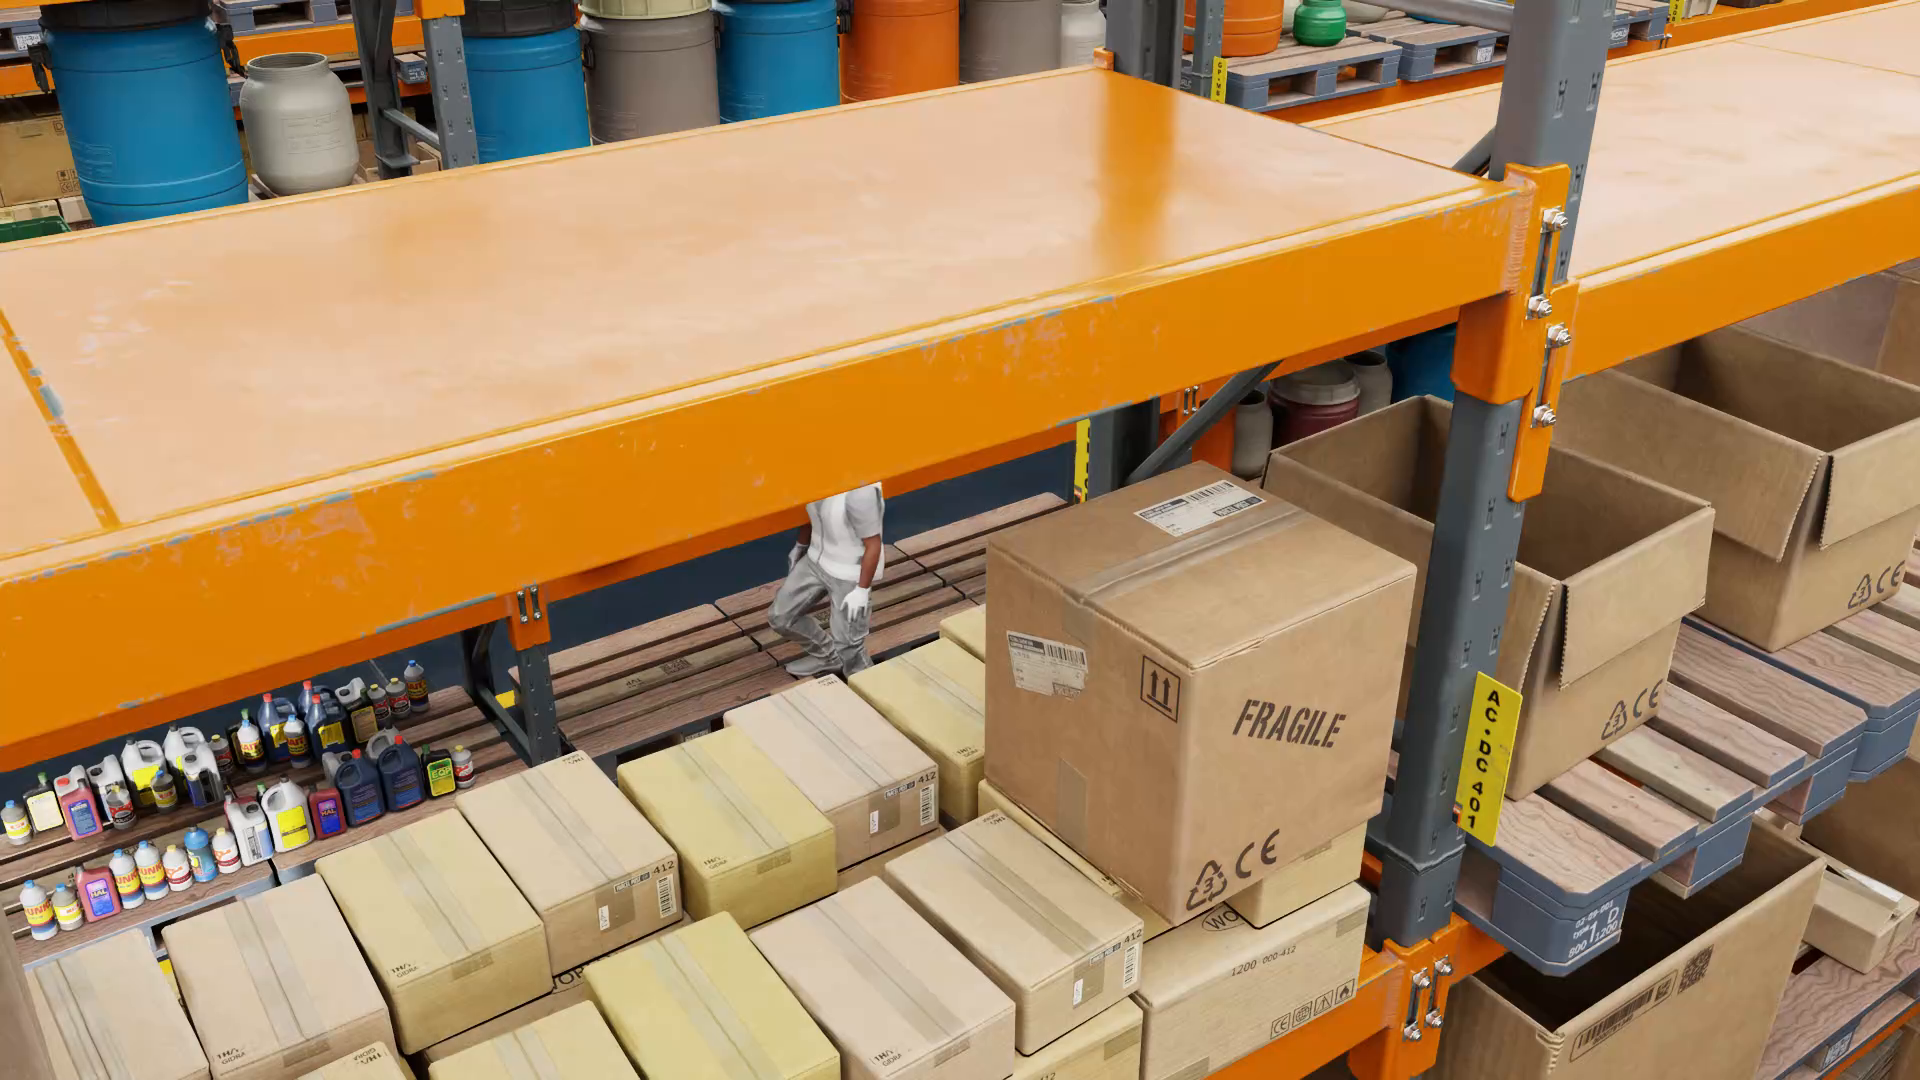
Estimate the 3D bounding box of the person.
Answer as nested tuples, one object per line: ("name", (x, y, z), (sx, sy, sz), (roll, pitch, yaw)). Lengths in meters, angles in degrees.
("person", (-0.653, 0.167, 8.350), (0.518, 1.783, 0.629), (-19, 34, -31))
